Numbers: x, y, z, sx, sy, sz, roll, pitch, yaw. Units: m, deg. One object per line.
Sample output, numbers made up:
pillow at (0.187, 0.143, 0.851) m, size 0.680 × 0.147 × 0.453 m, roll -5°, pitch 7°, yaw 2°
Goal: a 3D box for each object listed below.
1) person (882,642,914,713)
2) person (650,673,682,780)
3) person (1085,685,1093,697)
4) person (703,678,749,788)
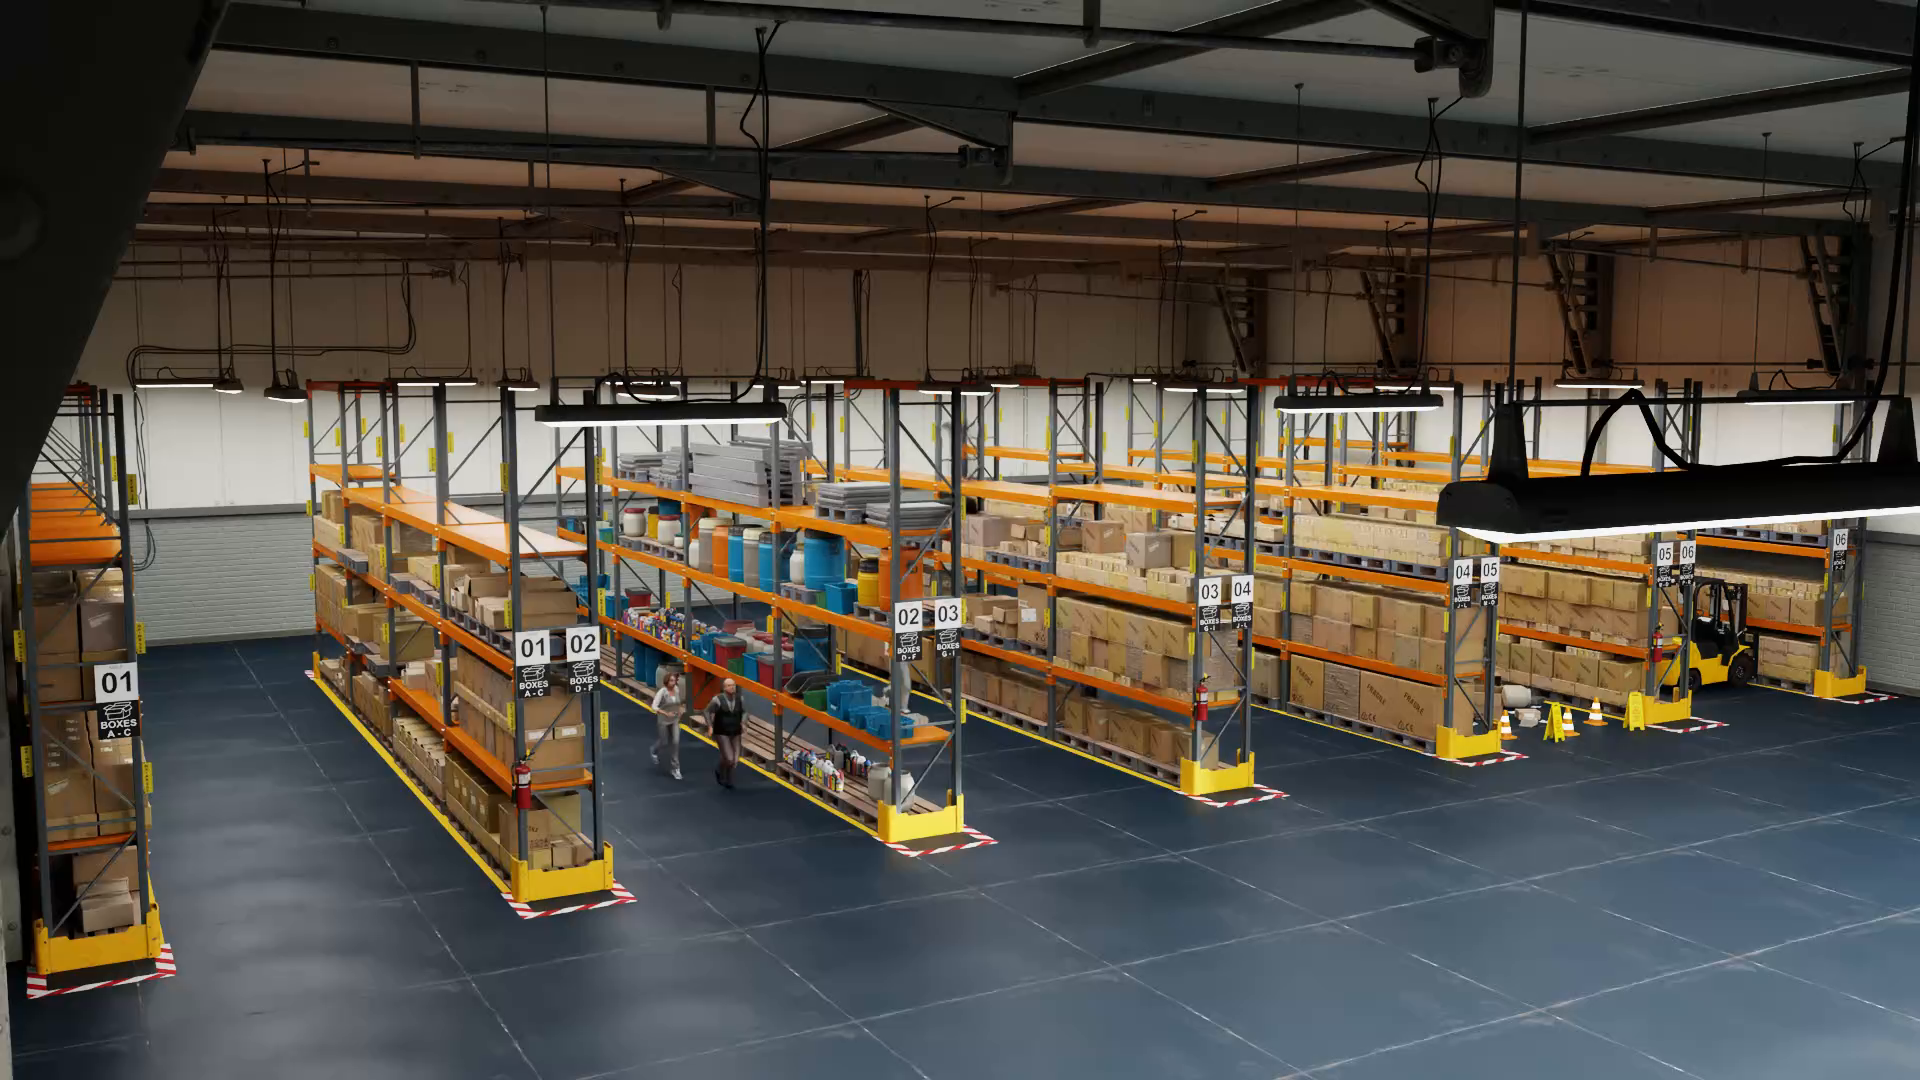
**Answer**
person at (-1.123, 2.305, 30.253) m, size 0.574 × 1.628 × 0.758 m, roll -4°, pitch 7°, yaw -34°
person at (-4.517, 2.826, 25.616) m, size 0.564 × 1.583 × 0.921 m, roll -5°, pitch 8°, yaw -41°
person at (2.623, 2.222, 31.091) m, size 0.586 × 1.613 × 0.583 m, roll -4°, pitch 7°, yaw -32°
person at (-3.413, 2.876, 24.606) m, size 0.643 × 1.670 × 0.664 m, roll -3°, pitch 7°, yaw -29°
